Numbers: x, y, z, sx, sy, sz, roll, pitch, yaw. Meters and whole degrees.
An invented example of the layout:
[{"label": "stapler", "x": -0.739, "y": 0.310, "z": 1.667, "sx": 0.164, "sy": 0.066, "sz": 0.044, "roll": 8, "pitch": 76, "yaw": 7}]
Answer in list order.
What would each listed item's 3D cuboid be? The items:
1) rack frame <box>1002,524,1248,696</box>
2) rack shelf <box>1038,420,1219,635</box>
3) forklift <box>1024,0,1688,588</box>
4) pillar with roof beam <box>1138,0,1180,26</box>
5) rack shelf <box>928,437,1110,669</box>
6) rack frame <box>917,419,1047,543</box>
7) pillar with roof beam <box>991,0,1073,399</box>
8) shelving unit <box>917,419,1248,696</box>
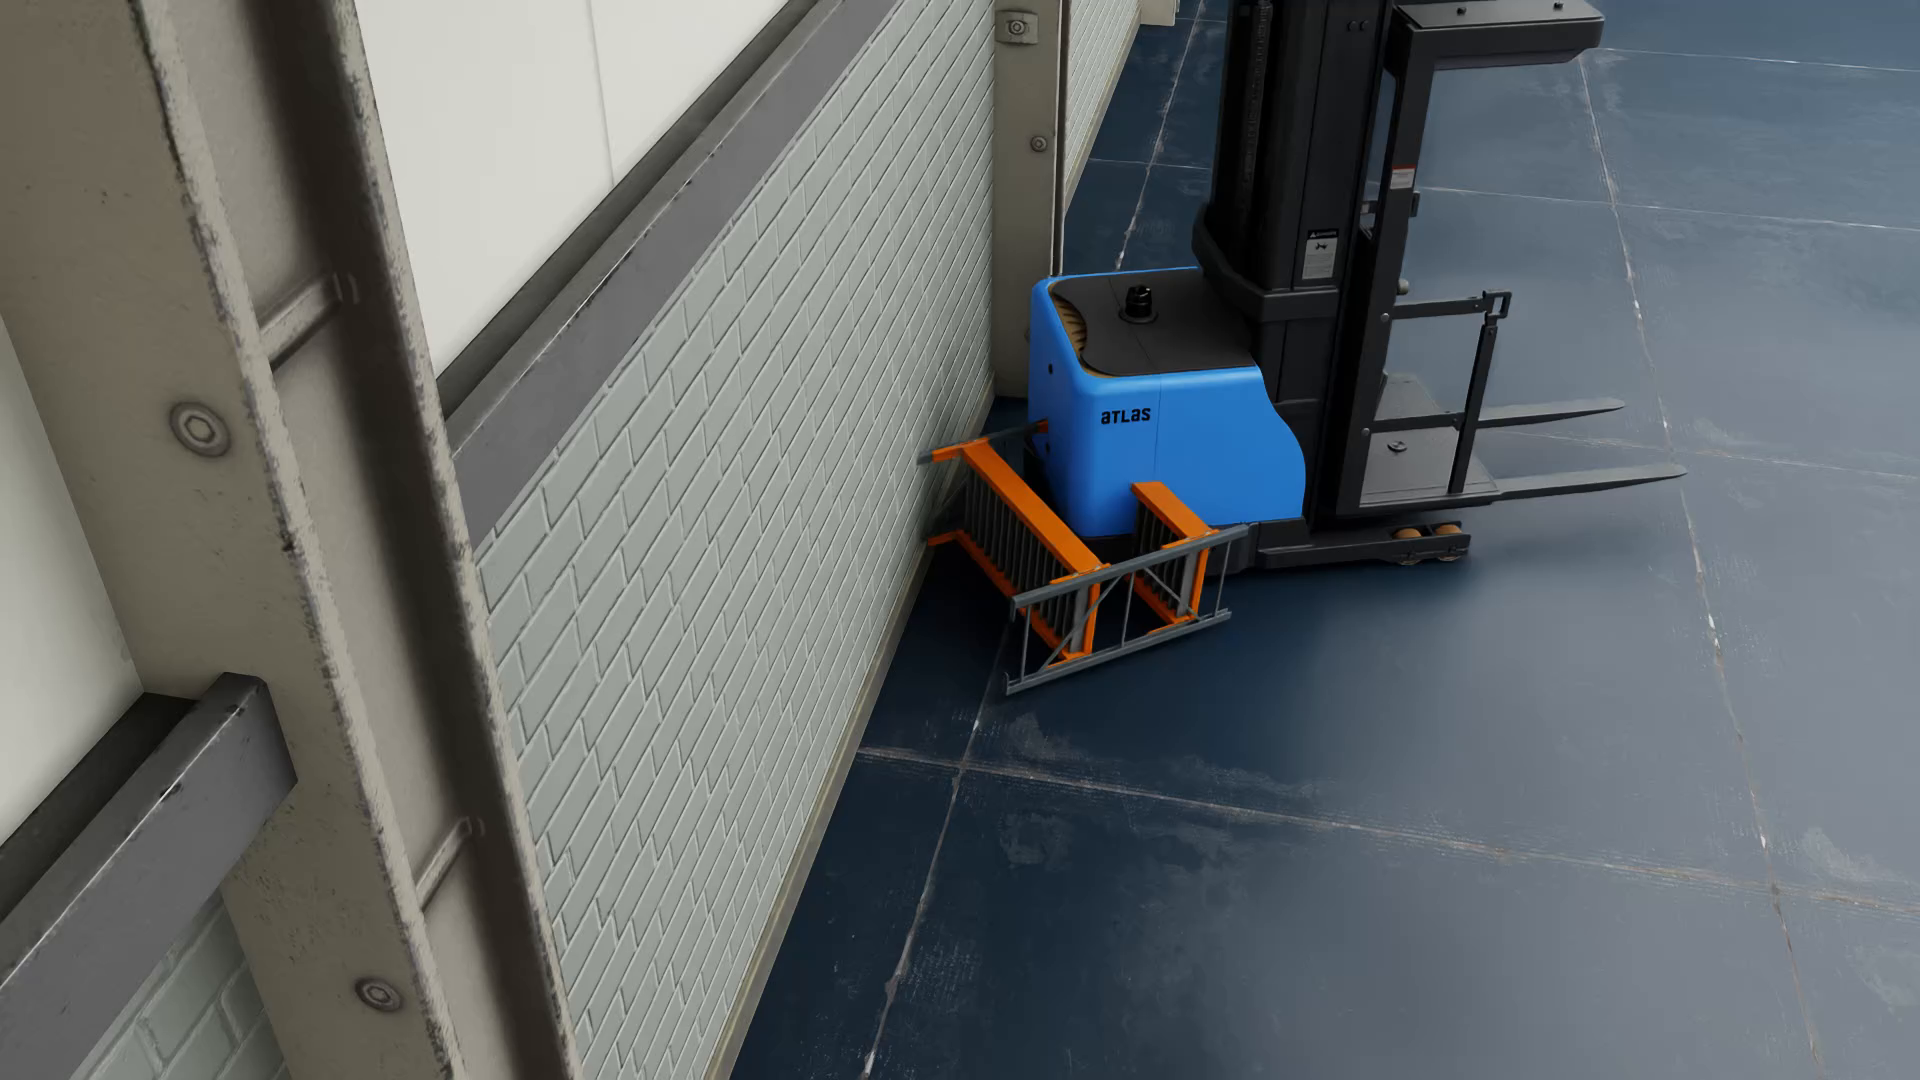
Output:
[{"label": "rack frame", "x": 0.683, "y": 0.281, "z": 6.822, "sx": 1.125, "sy": 0.500, "sz": 0.032, "roll": -16, "pitch": 42, "yaw": -24}, {"label": "rack shelf", "x": 0.694, "y": -0.076, "z": 7.287, "sx": 0.278, "sy": 0.538, "sz": 1.000, "roll": -16, "pitch": 42, "yaw": -24}, {"label": "forklift", "x": 1.874, "y": -1.373, "z": 7.147, "sx": 3.031, "sy": 2.935, "sz": 1.130, "roll": -5, "pitch": 36, "yaw": -7}, {"label": "pillar with roof beam", "x": 5.832, "y": -7.412, "z": 10.308, "sx": 9.100, "sy": 9.000, "sz": 0.400, "roll": 7, "pitch": 37, "yaw": 10}, {"label": "rack shelf", "x": 0.224, "y": 0.062, "z": 7.066, "sx": 0.278, "sy": 0.538, "sz": 1.000, "roll": -16, "pitch": 42, "yaw": -24}, {"label": "rack frame", "x": 0.193, "y": -0.283, "z": 7.511, "sx": 1.125, "sy": 0.500, "sz": 0.032, "roll": -16, "pitch": 42, "yaw": -24}, {"label": "pillar with roof beam", "x": 4.551, "y": -3.972, "z": 5.562, "sx": 9.100, "sy": 9.000, "sz": 0.400, "roll": 7, "pitch": 37, "yaw": 10}, {"label": "shelving unit", "x": 0.438, "y": -0.001, "z": 7.166, "sx": 1.125, "sy": 0.538, "sz": 1.048, "roll": -16, "pitch": 42, "yaw": -24}]
